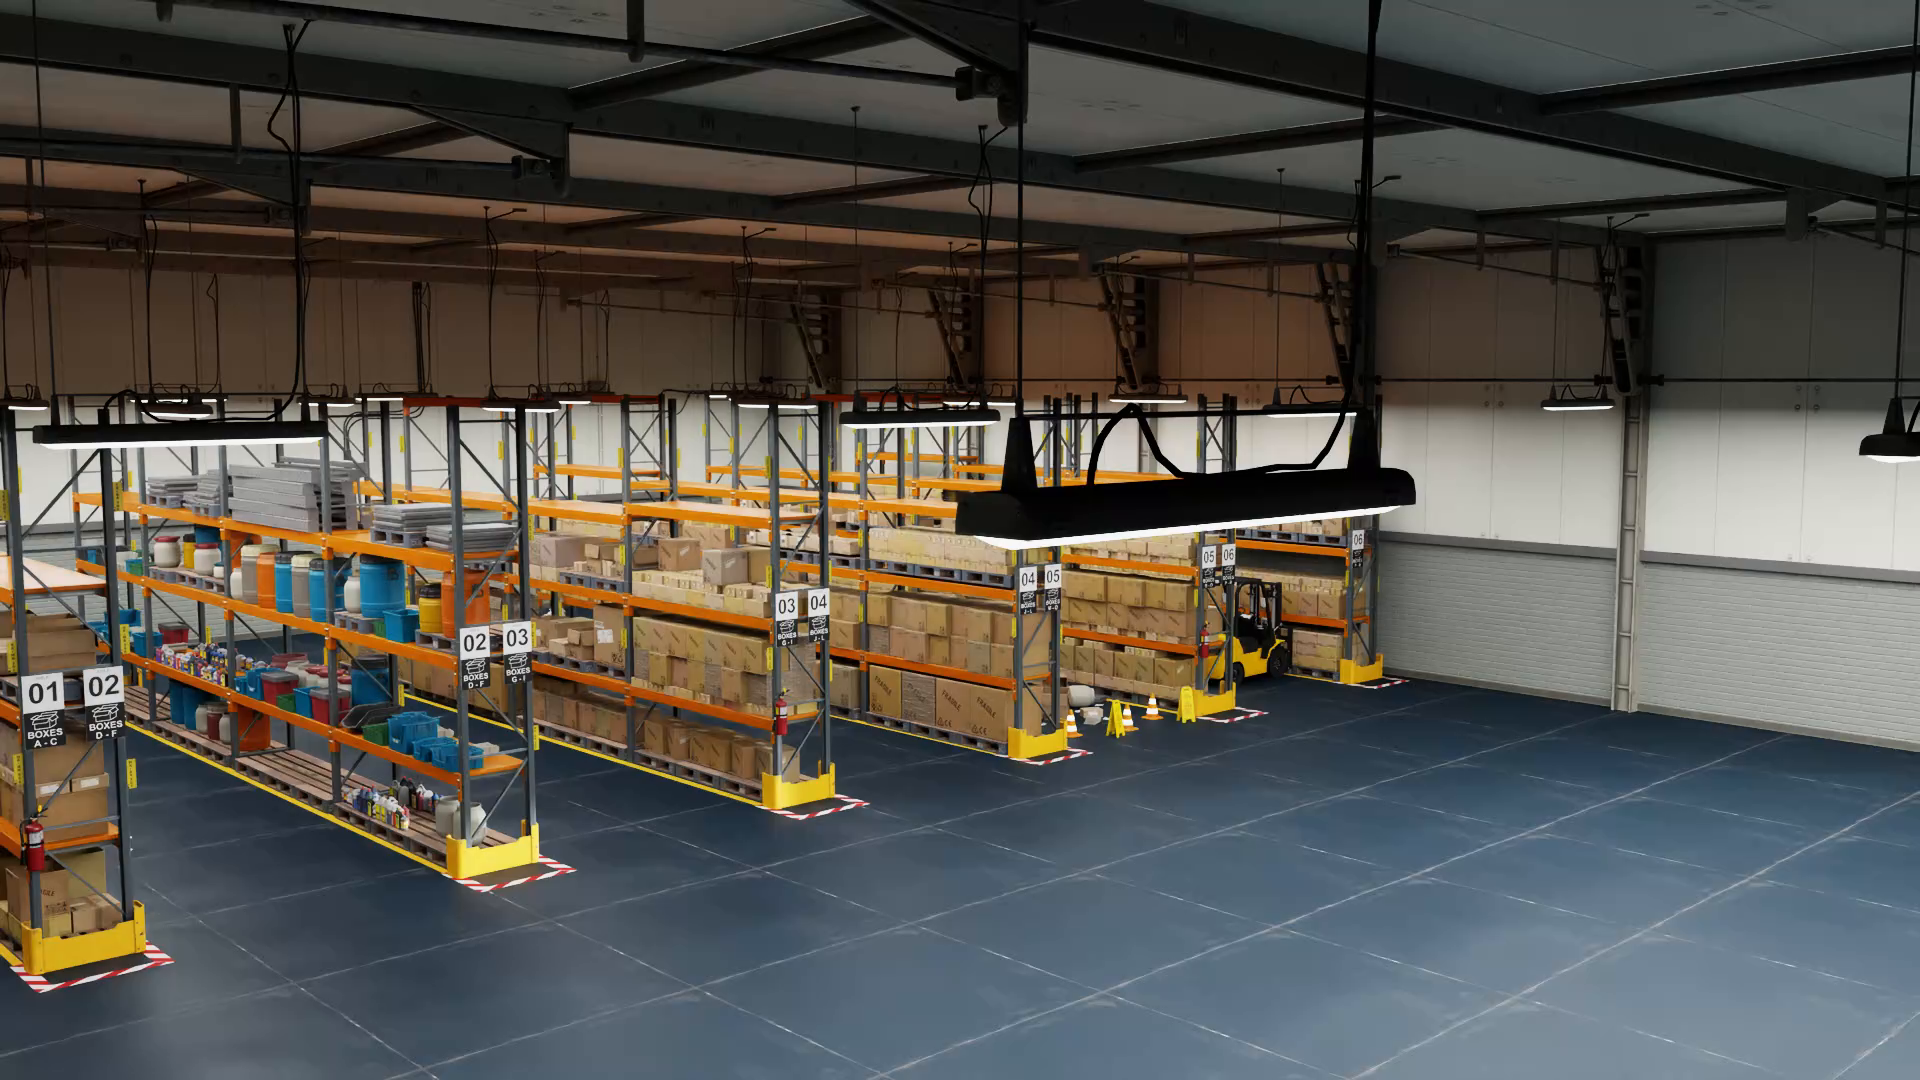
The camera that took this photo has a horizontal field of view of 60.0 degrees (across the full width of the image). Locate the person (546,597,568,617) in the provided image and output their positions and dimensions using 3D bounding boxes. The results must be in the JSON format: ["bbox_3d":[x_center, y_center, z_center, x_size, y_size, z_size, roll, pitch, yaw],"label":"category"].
[{"bbox_3d":[-8.596,2.036,35.554,0.626,1.646,1.028,-5,8,-43],"label":"person"}]
